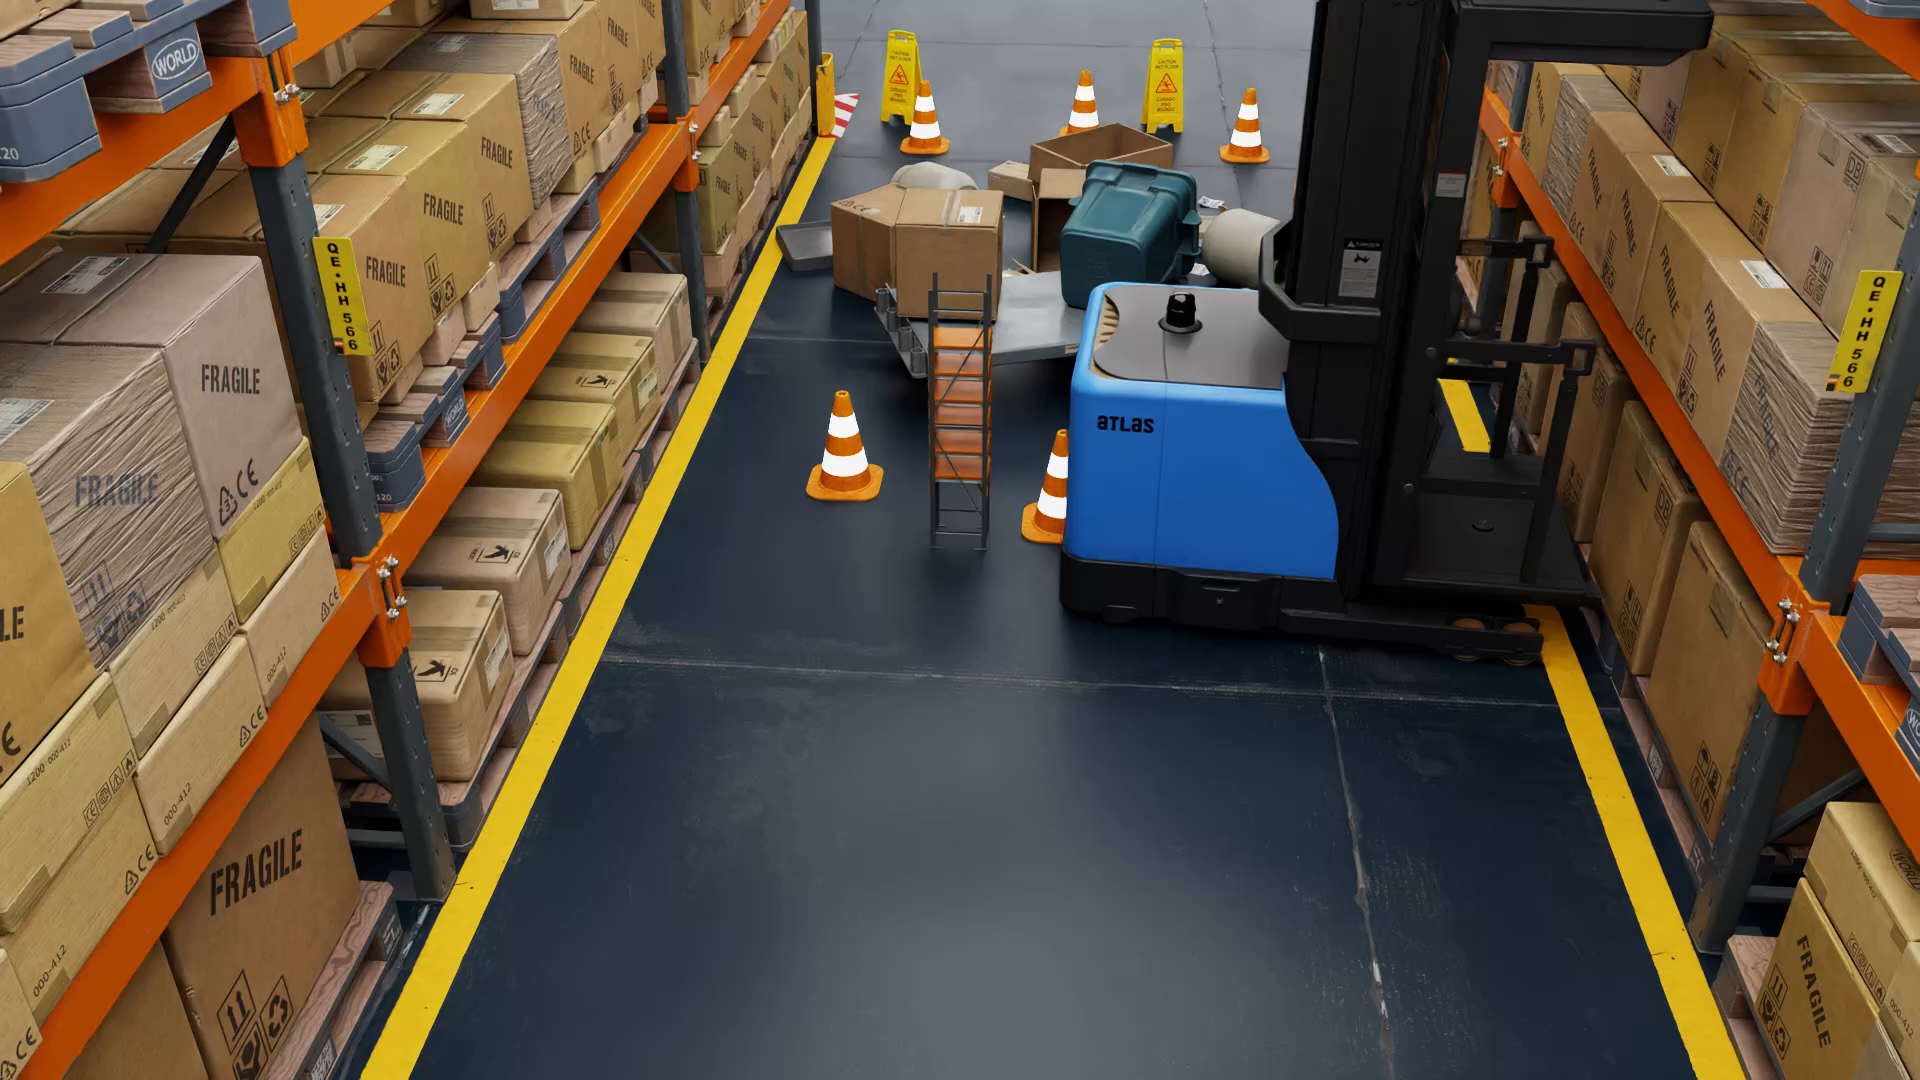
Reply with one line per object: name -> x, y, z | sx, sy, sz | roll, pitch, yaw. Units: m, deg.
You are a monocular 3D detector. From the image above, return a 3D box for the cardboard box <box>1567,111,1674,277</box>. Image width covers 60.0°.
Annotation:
cardboard box -> 2.723, -1.344, 6.476 | 0.500, 0.500, 0.500 | 2, 32, 4

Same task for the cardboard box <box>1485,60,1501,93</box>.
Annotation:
cardboard box -> 3.158, -2.636, 8.525 | 0.875, 0.550, 0.550 | 2, 32, 4

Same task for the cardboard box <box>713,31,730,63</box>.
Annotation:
cardboard box -> -1.464, -2.695, 9.004 | 0.380, 0.149, 0.250 | 3, 32, 5

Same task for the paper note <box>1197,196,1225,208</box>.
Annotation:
paper note -> 1.627, -2.191, 10.779 | 0.144, 0.017, 0.142 | 14, 34, 21

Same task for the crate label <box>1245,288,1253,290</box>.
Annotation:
crate label -> 1.575, -1.290, 9.212 | 0.298, 0.136, 0.250 | -20, 37, -29

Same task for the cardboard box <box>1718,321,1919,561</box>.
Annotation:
cardboard box -> 2.561, -0.288, 4.763 | 0.500, 0.500, 0.500 | 2, 32, 4

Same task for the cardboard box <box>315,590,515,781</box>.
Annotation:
cardboard box -> -2.094, 0.488, 5.704 | 0.950, 0.372, 0.625 | 0, 32, 1

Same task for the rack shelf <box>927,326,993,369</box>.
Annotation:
rack shelf -> 0.001, -0.787, 6.782 | 0.258, 0.103, 0.180 | 2, 32, 4

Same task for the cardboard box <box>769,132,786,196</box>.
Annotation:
cardboard box -> -1.383, -2.370, 10.457 | 0.500, 0.250, 0.500 | 1, 32, 2

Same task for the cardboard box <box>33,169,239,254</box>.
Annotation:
cardboard box -> -2.390, -0.755, 4.837 | 0.500, 0.500, 0.500 | 2, 32, 3

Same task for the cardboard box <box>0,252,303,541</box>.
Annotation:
cardboard box -> -1.931, -0.344, 3.901 | 0.500, 0.500, 0.500 | 2, 32, 3

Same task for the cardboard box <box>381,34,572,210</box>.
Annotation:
cardboard box -> -1.762, -1.543, 6.115 | 0.500, 0.500, 0.500 | 1, 32, 2

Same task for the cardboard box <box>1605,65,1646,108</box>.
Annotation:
cardboard box -> 3.043, -2.030, 6.636 | 0.700, 0.500, 0.500 | 2, 32, 3

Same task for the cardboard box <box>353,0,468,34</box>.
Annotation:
cardboard box -> -2.242, -1.844, 6.604 | 0.500, 0.500, 0.500 | 2, 32, 4

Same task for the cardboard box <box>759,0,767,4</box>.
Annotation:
cardboard box -> -1.350, -3.357, 10.078 | 0.380, 0.149, 0.250 | 2, 32, 3

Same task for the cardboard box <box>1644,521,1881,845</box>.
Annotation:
cardboard box -> 2.931, 0.466, 5.379 | 1.050, 0.750, 0.750 | 2, 32, 3

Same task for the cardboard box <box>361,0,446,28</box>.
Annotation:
cardboard box -> -2.201, -2.070, 6.352 | 0.380, 0.149, 0.250 | 4, 32, 7

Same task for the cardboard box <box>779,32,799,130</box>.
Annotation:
cardboard box -> -1.343, -2.965, 10.708 | 0.500, 0.500, 0.500 | 4, 32, 6

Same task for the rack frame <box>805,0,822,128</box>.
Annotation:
rack frame -> -1.499, -4.340, 11.434 | 1.000, 3.000, 0.127 | 2, 32, 4

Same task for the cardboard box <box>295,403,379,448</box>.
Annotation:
cardboard box -> -1.938, -0.391, 4.865 | 0.380, 0.149, 0.250 | 1, 32, 1

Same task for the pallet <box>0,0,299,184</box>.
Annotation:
pallet -> -2.149, -1.015, 3.359 | 1.213, 0.211, 1.003 | 4, 32, 6

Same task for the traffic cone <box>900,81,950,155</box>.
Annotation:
traffic cone -> -0.248, -2.980, 11.645 | 0.336, 0.463, 0.334 | 2, 32, 4

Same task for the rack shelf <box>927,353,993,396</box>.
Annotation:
rack shelf -> 0.001, -0.685, 6.845 | 0.258, 0.103, 0.180 | 2, 32, 4

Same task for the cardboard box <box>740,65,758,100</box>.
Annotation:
cardboard box -> -1.378, -2.622, 9.533 | 0.380, 0.149, 0.250 | 4, 32, 7

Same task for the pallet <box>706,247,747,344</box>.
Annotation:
pallet -> -1.805, -1.414, 9.344 | 1.003, 0.211, 1.213 | 2, 32, 4

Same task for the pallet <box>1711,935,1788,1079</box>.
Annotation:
pallet -> 2.727, 1.597, 4.457 | 1.003, 0.211, 1.213 | 2, 32, 4

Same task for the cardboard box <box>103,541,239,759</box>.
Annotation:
cardboard box -> -1.974, 0.226, 3.690 | 0.500, 0.250, 0.500 | 2, 32, 3

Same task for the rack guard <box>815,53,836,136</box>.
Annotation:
rack guard -> -1.505, -3.237, 12.025 | 1.175, 0.500, 0.348 | 2, 32, 4

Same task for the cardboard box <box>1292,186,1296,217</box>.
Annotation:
cardboard box -> 2.221, -1.883, 9.826 | 0.500, 0.500, 0.500 | 8, 32, 12

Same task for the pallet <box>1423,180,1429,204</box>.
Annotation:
pallet -> 3.354, -1.937, 10.192 | 1.003, 0.211, 1.213 | 2, 32, 4

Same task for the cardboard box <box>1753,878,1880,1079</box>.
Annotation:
cardboard box -> 2.480, 1.246, 4.352 | 0.500, 0.500, 0.500 | 1, 32, 2

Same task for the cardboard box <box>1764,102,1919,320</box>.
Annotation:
cardboard box -> 2.878, -0.966, 4.910 | 0.700, 0.500, 0.500 | 2, 32, 3

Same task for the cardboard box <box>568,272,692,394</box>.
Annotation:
cardboard box -> -1.864, -1.035, 8.174 | 0.950, 0.372, 0.625 | 3, 32, 5

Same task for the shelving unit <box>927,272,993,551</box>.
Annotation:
shelving unit -> 0.001, -0.518, 6.947 | 0.258, 1.200, 0.189 | 2, 32, 4

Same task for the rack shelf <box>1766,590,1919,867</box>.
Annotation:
rack shelf -> 2.629, 1.353, 2.880 | 1.077, 0.370, 4.000 | 2, 32, 4

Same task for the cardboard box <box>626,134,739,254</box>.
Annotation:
cardboard box -> -1.507, -1.873, 8.936 | 0.500, 0.500, 0.500 | 4, 32, 6

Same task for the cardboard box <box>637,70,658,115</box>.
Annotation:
cardboard box -> -1.591, -2.040, 7.540 | 0.380, 0.149, 0.250 | 3, 32, 5

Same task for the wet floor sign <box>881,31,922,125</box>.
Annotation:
wet floor sign -> -0.417, -3.392, 12.139 | 0.267, 0.644, 0.232 | 14, 34, 21

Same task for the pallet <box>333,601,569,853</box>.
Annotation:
pallet -> -2.085, 0.621, 6.041 | 1.003, 0.211, 1.213 | 2, 32, 4

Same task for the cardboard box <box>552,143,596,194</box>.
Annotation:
cardboard box -> -1.688, -1.507, 6.675 | 0.380, 0.149, 0.250 | 2, 32, 4

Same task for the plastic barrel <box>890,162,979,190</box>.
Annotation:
plastic barrel -> -0.158, -2.099, 10.252 | 0.512, 0.421, 0.421 | 27, 41, 37

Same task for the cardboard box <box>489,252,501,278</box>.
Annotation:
cardboard box -> -1.829, -0.951, 5.773 | 0.380, 0.149, 0.250 | 4, 32, 7

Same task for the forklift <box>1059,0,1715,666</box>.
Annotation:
forklift -> 1.965, -1.060, 6.176 | 3.031, 2.935, 1.130 | 5, 32, 7

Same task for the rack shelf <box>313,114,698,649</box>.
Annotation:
rack shelf -> -1.987, -0.897, 6.532 | 1.077, 0.370, 4.000 | 2, 32, 4

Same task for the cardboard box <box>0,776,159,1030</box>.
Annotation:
cardboard box -> -2.015, 0.713, 3.378 | 0.500, 0.250, 0.500 | 2, 32, 3

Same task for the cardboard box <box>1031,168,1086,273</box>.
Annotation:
cardboard box -> 0.814, -1.819, 9.593 | 0.797, 0.637, 0.503 | 2, 32, 4
